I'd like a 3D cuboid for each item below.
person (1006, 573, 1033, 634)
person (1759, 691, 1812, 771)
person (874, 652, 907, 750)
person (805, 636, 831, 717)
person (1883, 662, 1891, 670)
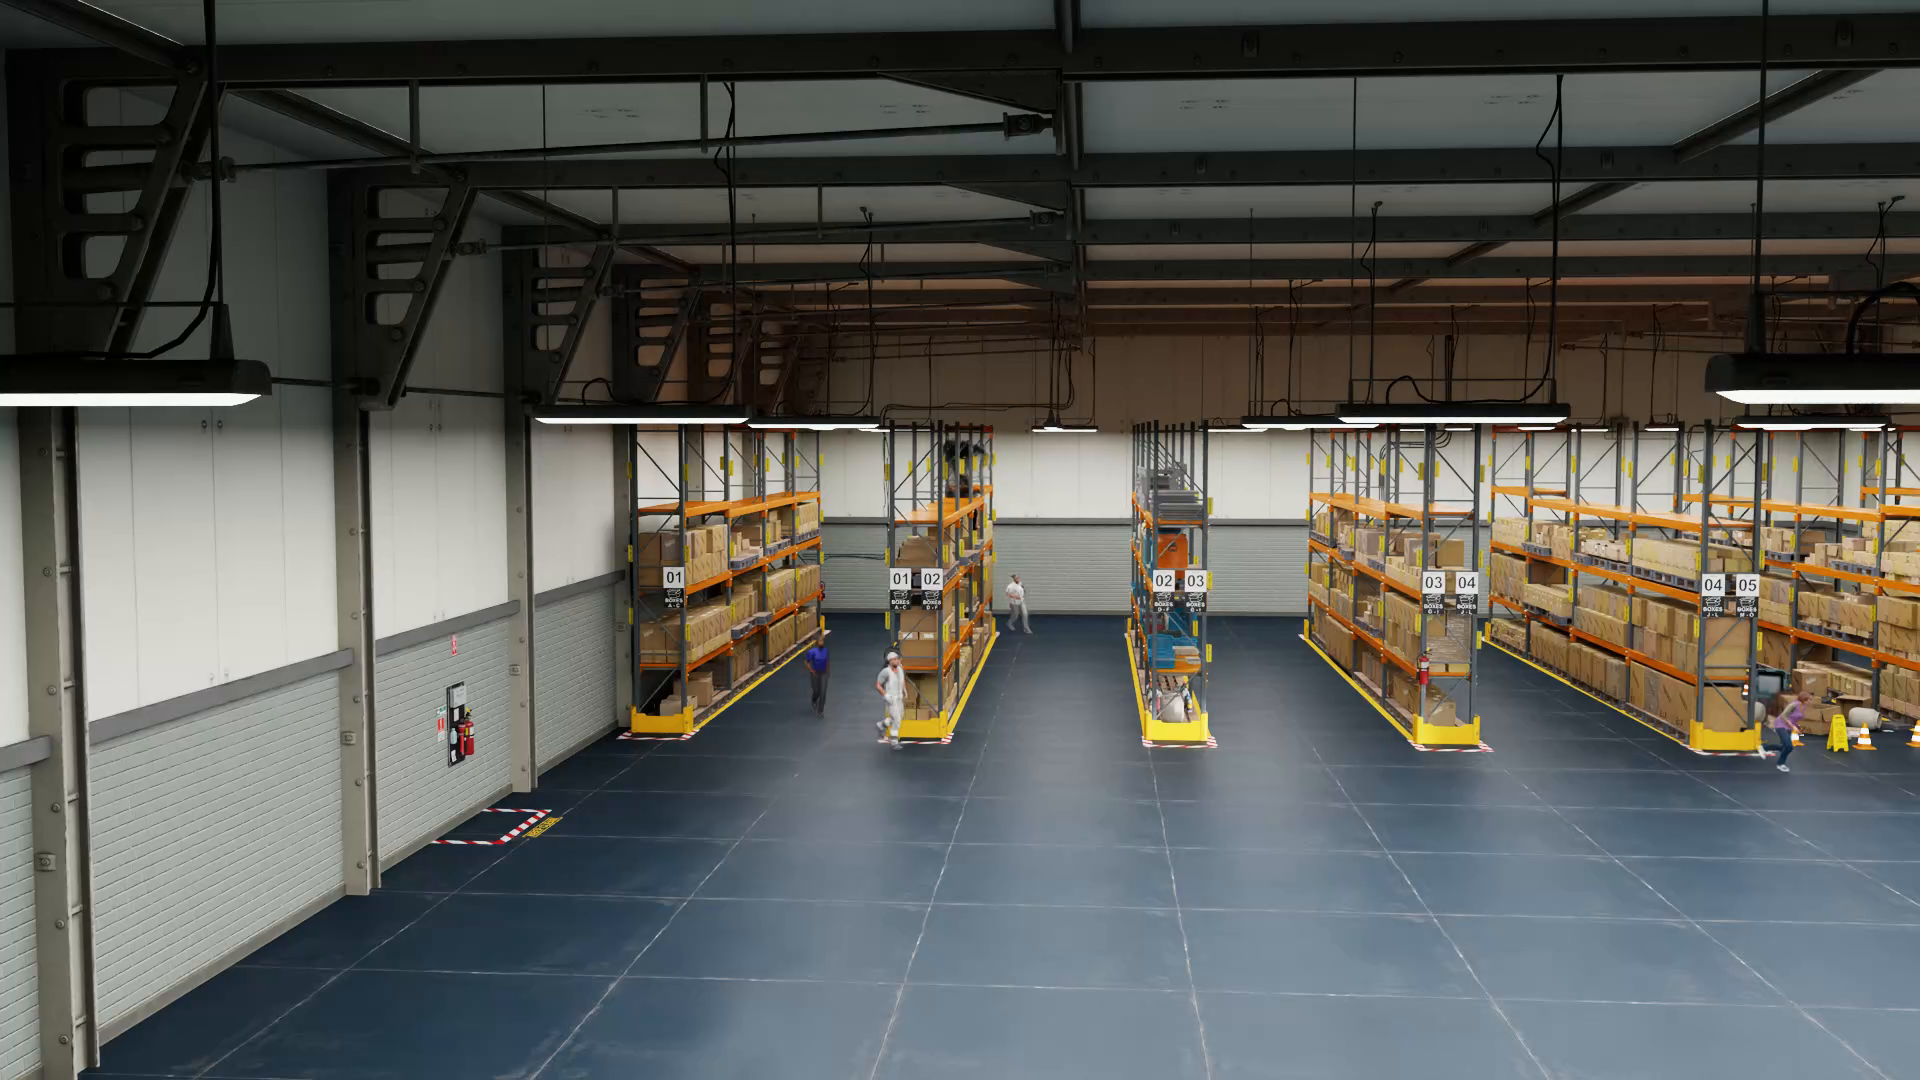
[{"bbox_3d":[1.589,1.822,48.035,0.695,1.758,0.930,-3,5,-44],"label":"person"},{"bbox_3d":[14.092,3.260,28.389,0.552,1.357,0.875,-2,4,-34],"label":"person"},{"bbox_3d":[-1.287,2.921,30.439,0.734,1.774,0.677,3,5,42],"label":"person"},{"bbox_3d":[-2.891,2.775,33.971,0.576,1.634,0.601,-2,4,-25],"label":"person"},{"bbox_3d":[21.474,2.405,38.155,0.666,1.790,1.002,0,4,2],"label":"person"}]
